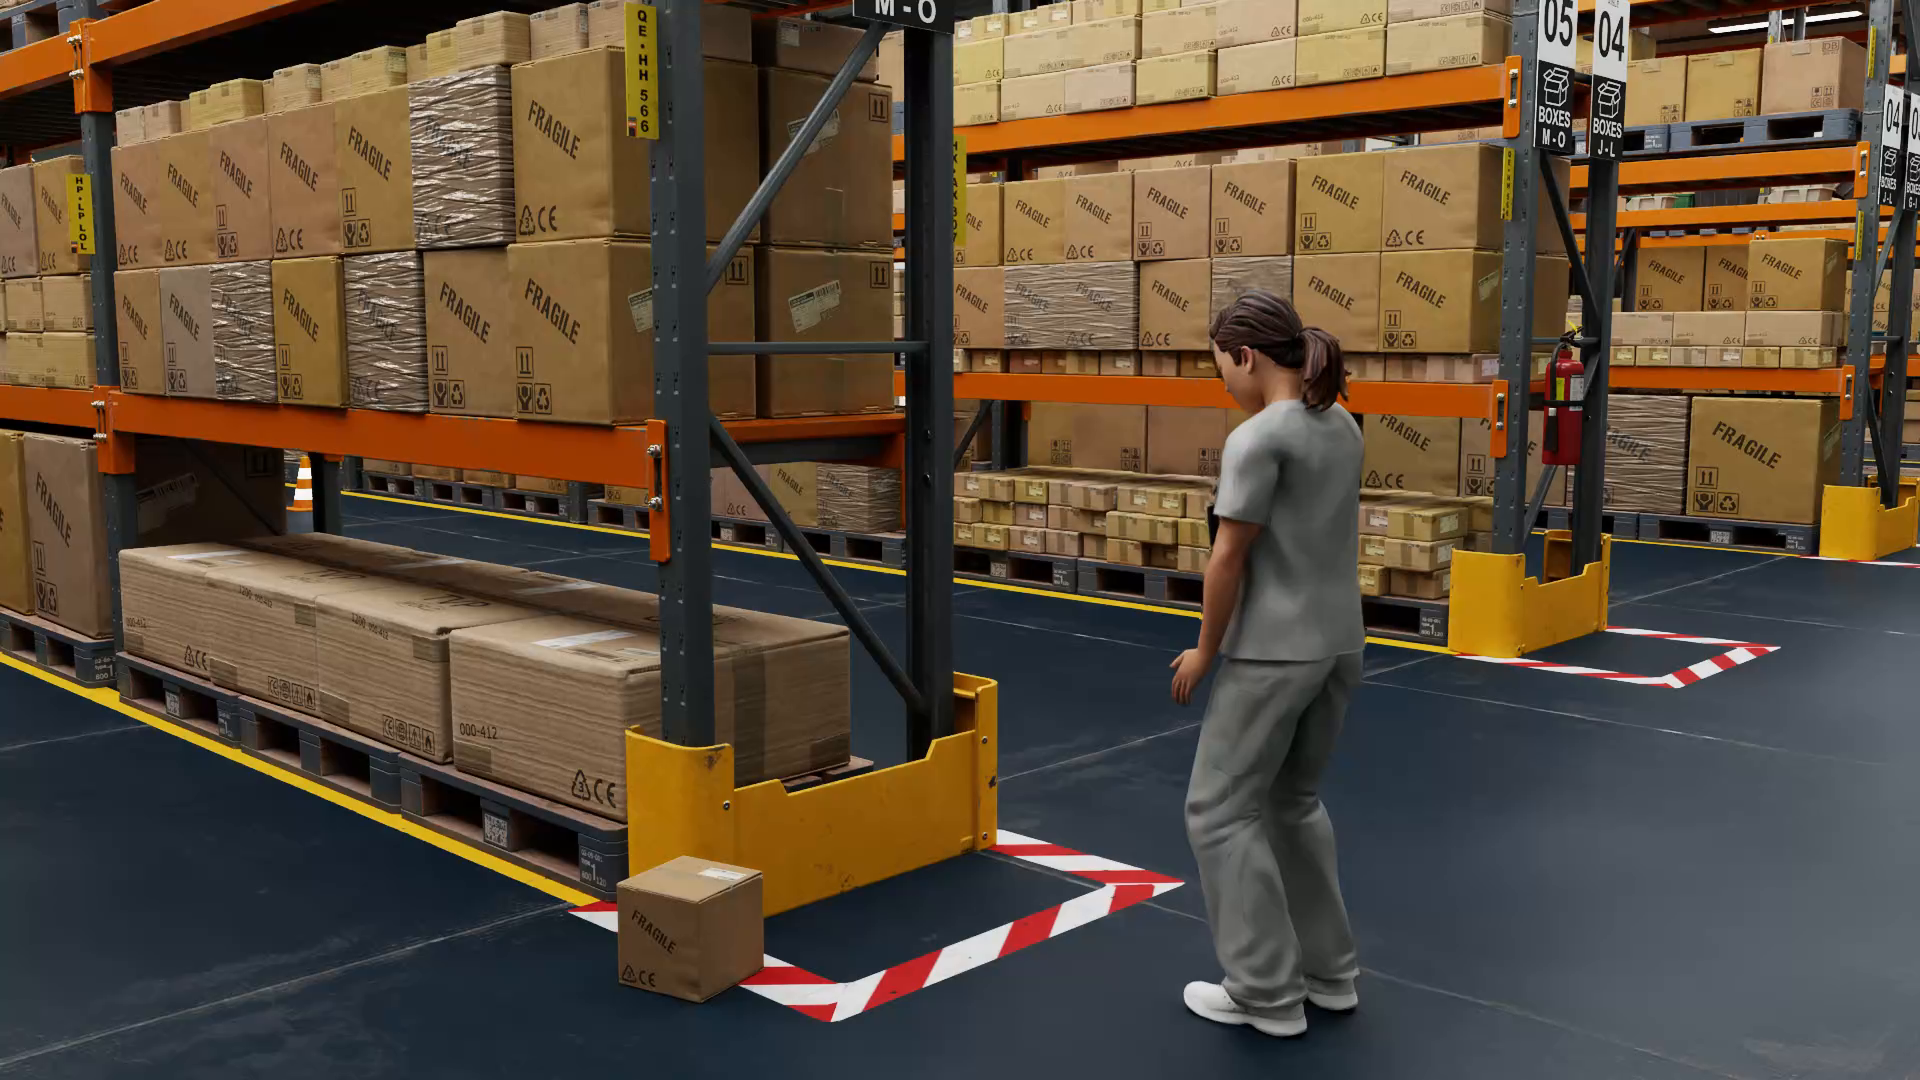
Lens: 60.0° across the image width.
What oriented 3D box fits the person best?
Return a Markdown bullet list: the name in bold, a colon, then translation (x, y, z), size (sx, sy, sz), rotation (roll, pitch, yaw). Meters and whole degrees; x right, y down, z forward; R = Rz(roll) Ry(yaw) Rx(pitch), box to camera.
- **person**: translation (0.705, 0.271, 3.729), size (0.453, 1.652, 0.347), rotation (-7, 10, -44)
